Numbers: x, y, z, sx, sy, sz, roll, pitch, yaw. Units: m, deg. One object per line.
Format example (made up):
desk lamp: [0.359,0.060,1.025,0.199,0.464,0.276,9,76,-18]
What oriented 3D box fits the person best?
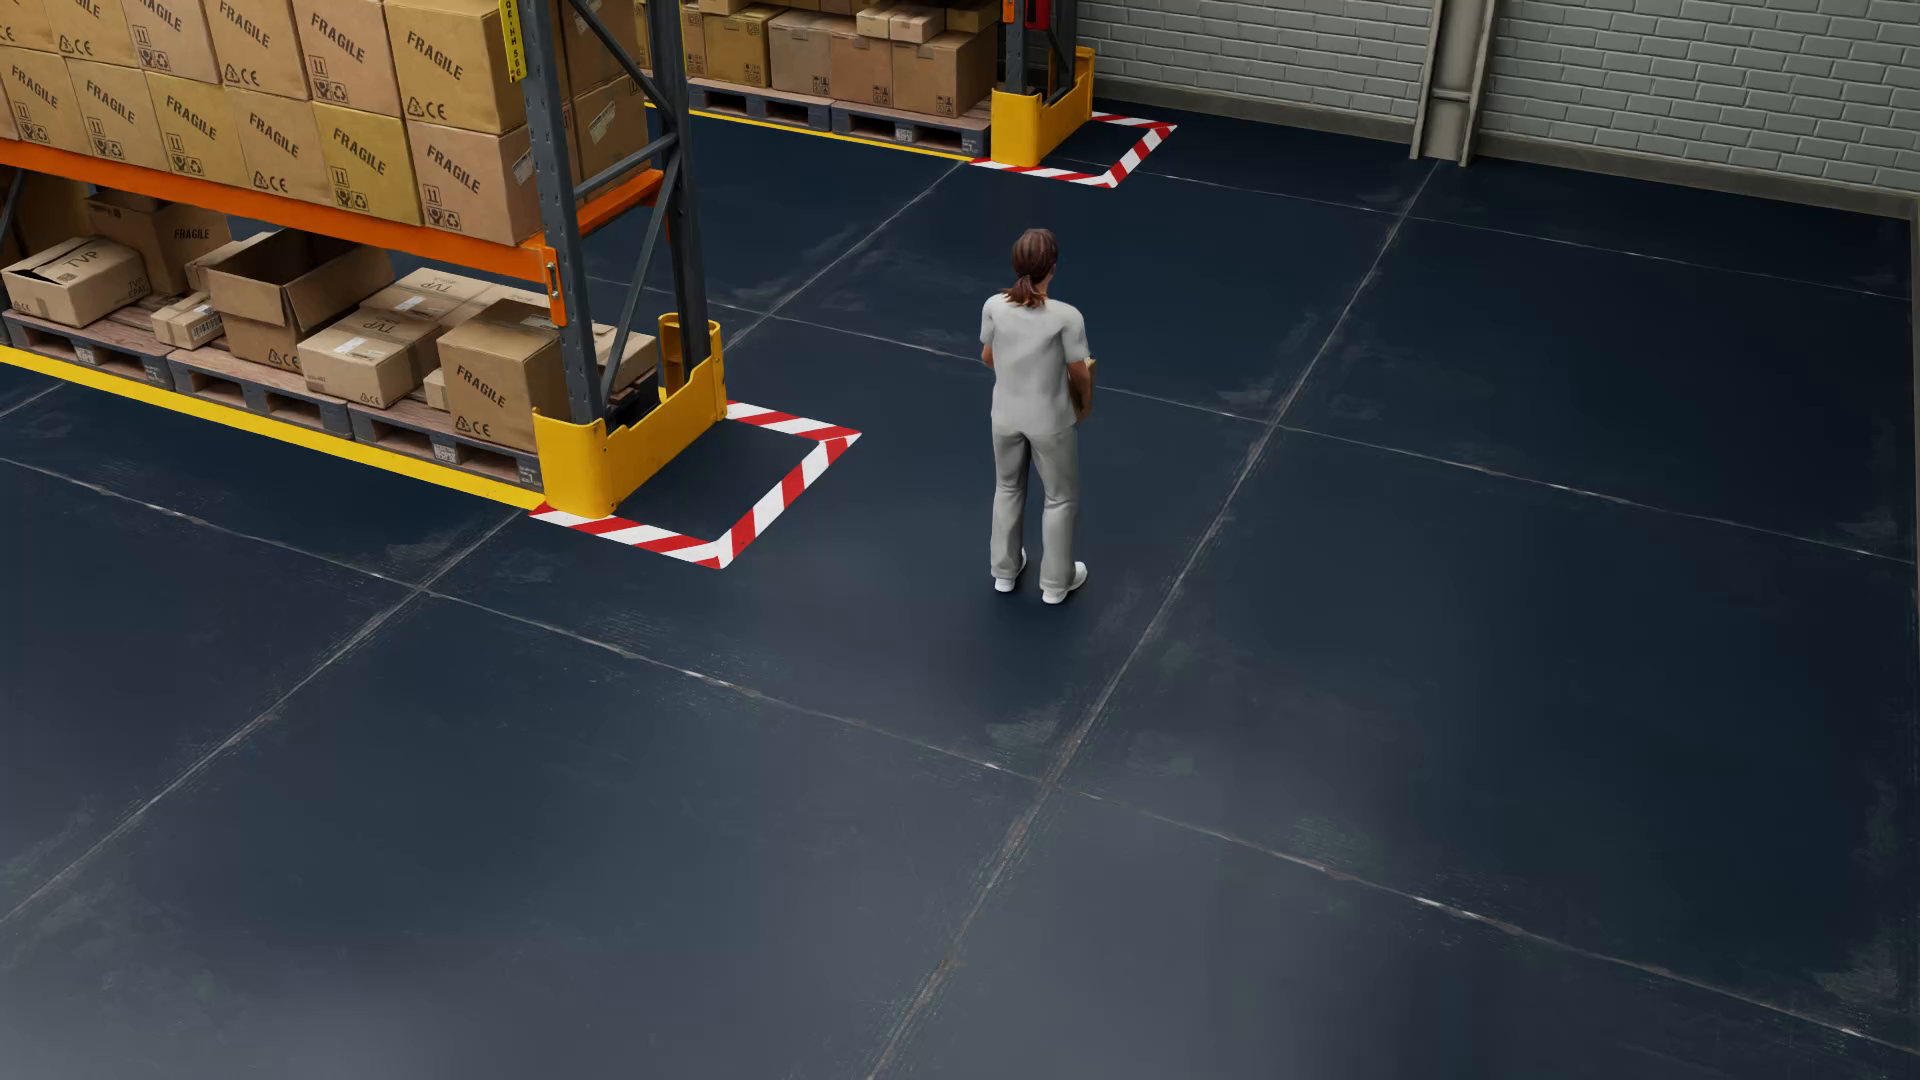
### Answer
person: [0.323,-0.516,6.926,0.465,1.657,0.426,14,36,20]
